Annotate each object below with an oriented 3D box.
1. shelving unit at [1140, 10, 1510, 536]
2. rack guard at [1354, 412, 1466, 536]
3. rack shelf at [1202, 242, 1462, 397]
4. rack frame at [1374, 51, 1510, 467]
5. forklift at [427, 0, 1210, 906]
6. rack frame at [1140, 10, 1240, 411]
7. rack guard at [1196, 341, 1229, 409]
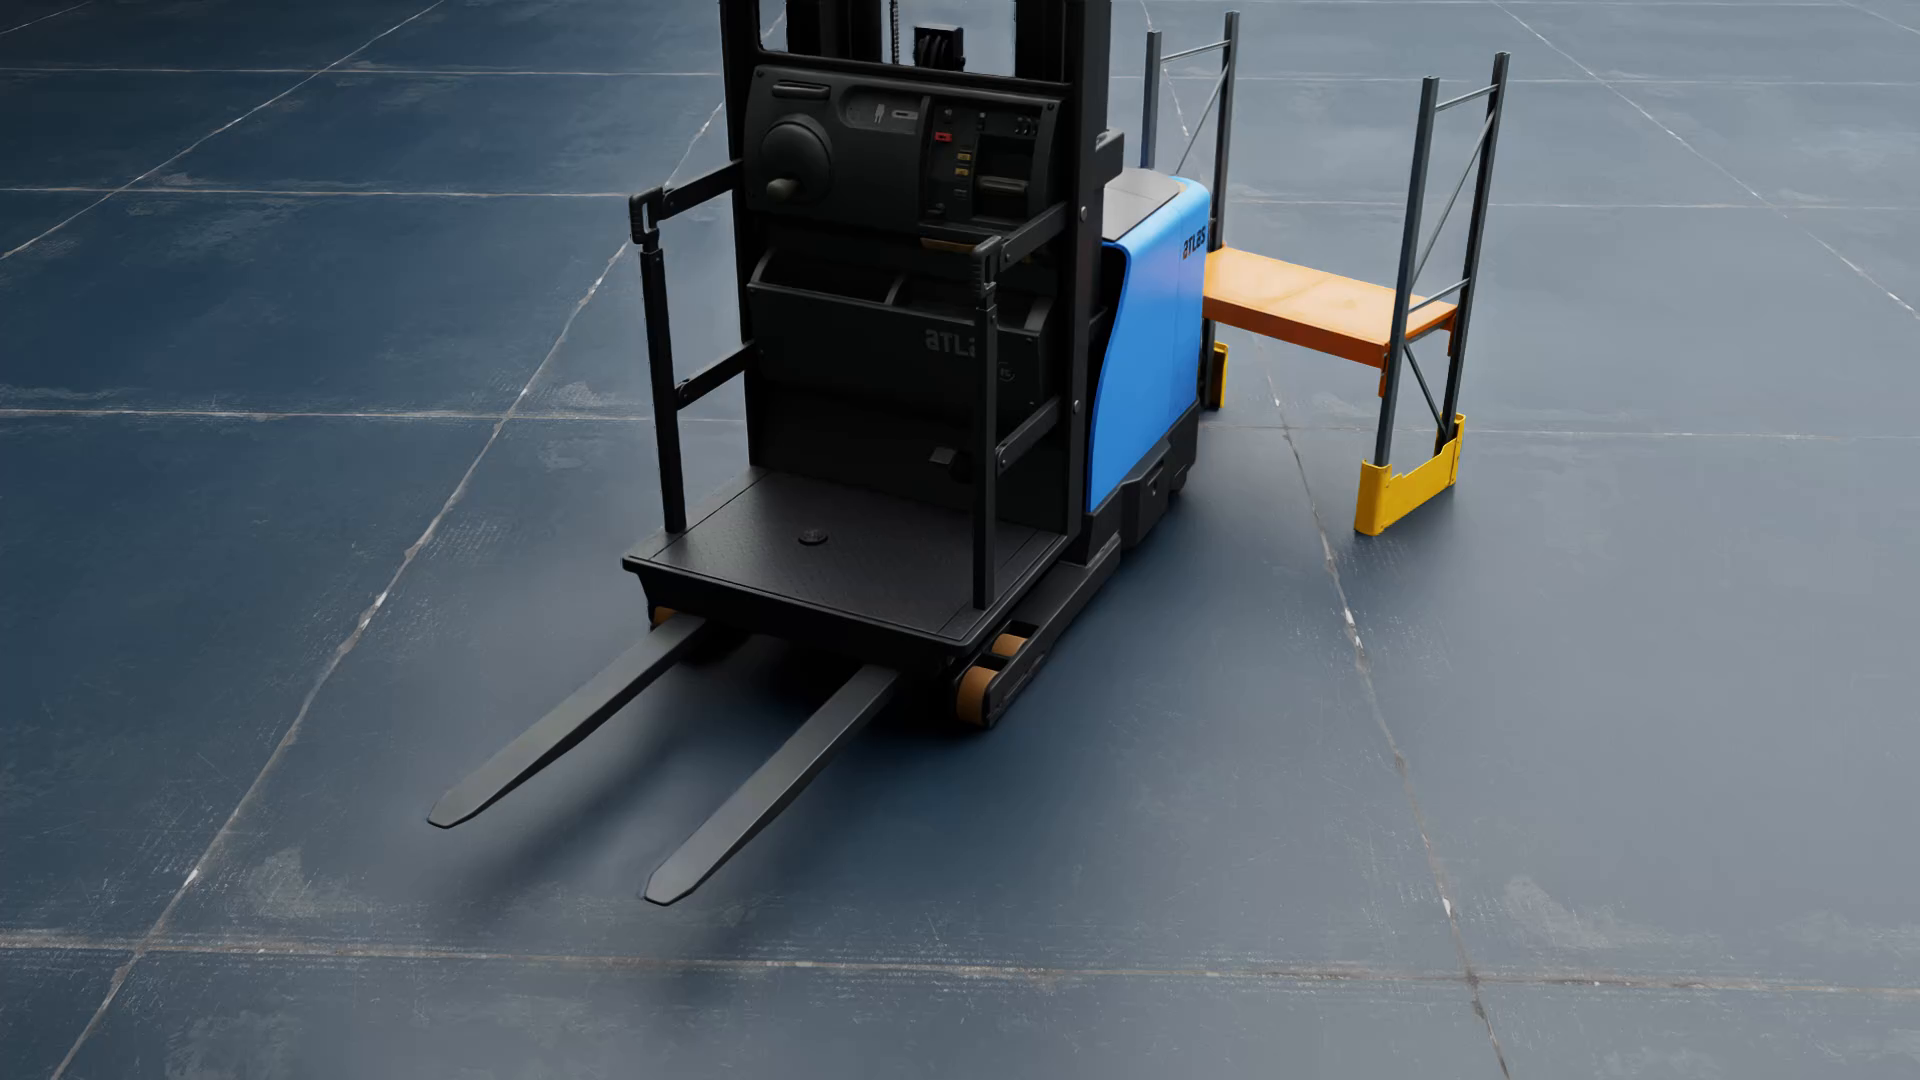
[{"bbox_3d":[1.183,-0.946,5.720,1.083,1.500,0.587,23,36,37],"label":"shelving unit"},{"bbox_3d":[1.549,-0.235,5.715,0.087,0.250,0.587,23,36,37],"label":"rack guard"},{"bbox_3d":[1.176,-0.790,5.810,1.000,0.185,0.538,23,36,37],"label":"rack shelf"},{"bbox_3d":[1.550,-0.787,5.422,0.032,1.500,0.500,23,36,37],"label":"rack frame"},{"bbox_3d":[-0.265,-1.017,4.326,1.130,2.935,3.031,13,31,23],"label":"forklift"},{"bbox_3d":[0.802,-1.110,6.030,0.032,1.500,0.500,23,36,37],"label":"rack frame"},{"bbox_3d":[0.817,-0.551,6.311,0.087,0.250,0.587,23,36,37],"label":"rack guard"}]
